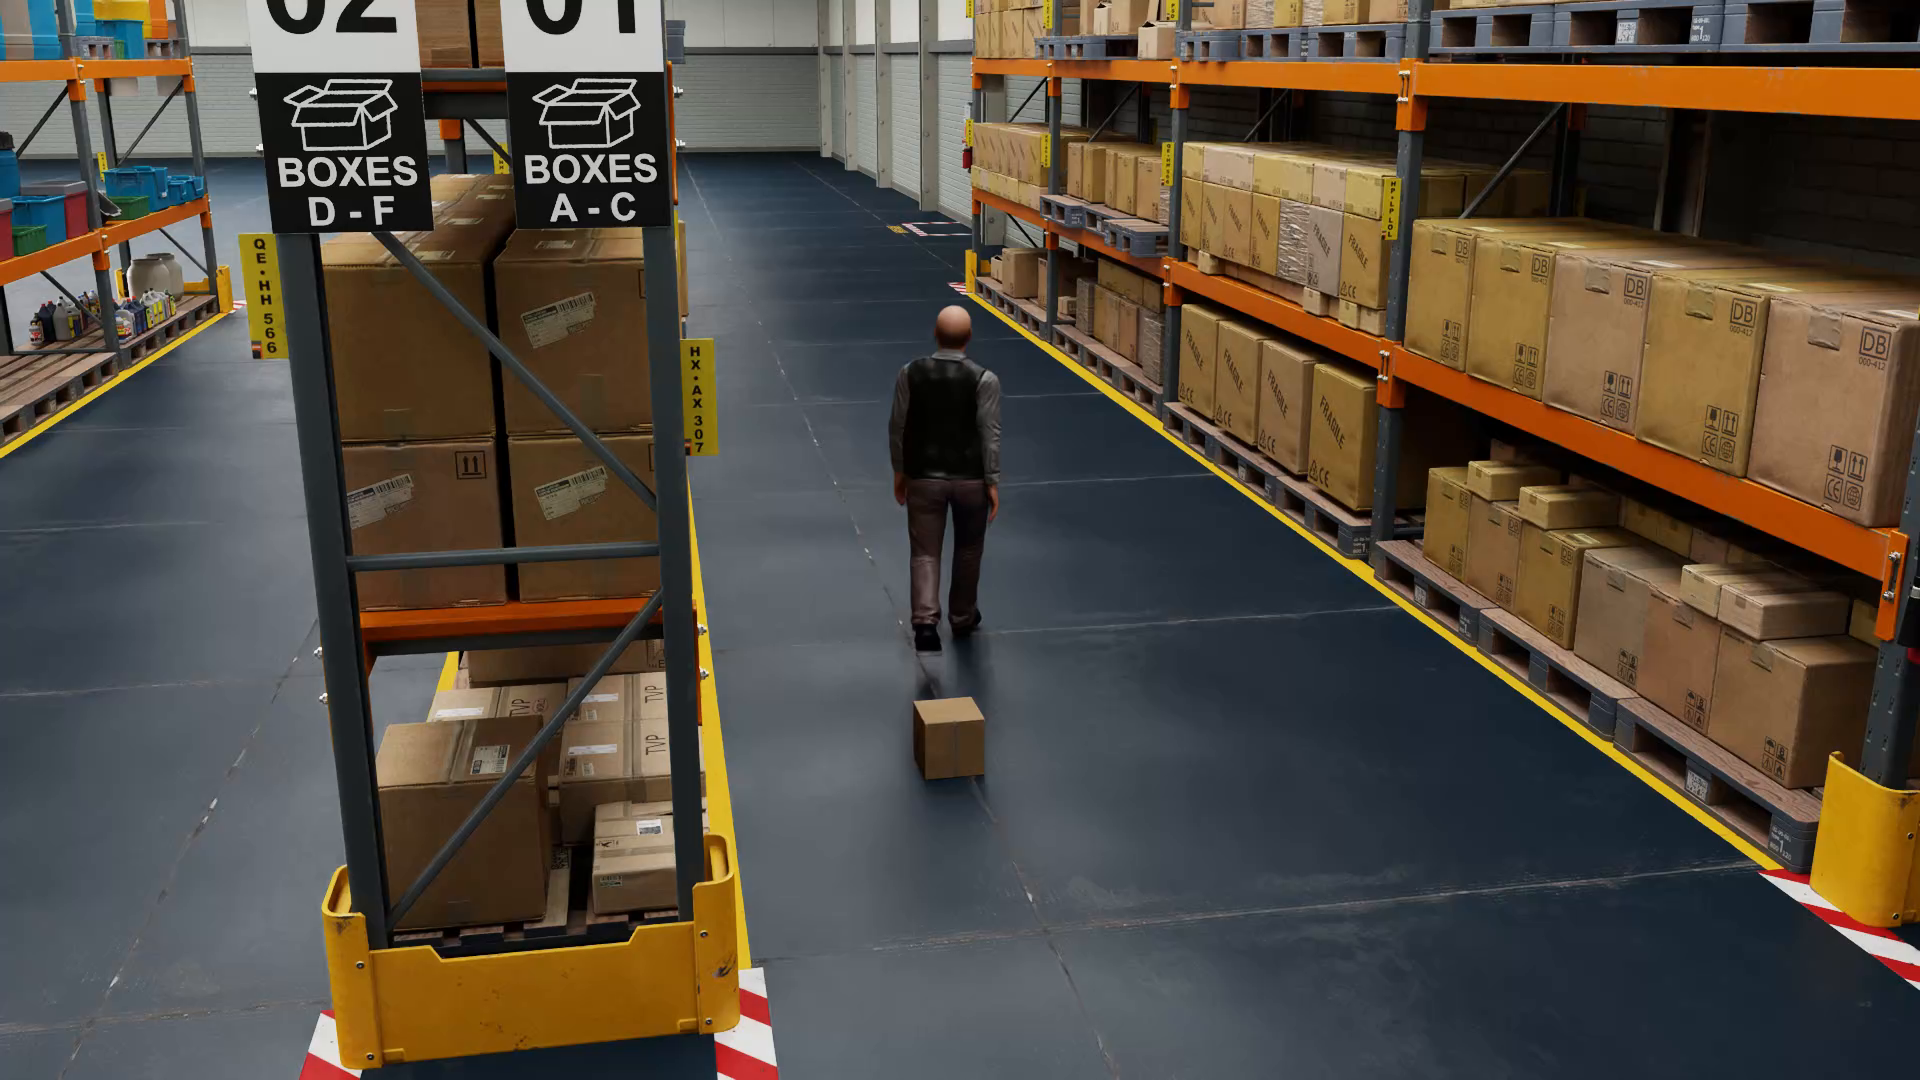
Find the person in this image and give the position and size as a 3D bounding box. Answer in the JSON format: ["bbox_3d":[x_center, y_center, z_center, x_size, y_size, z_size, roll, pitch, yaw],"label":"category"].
[{"bbox_3d":[-0.077,-0.274,8.021,0.551,1.691,0.936,2,16,5],"label":"person"}]
